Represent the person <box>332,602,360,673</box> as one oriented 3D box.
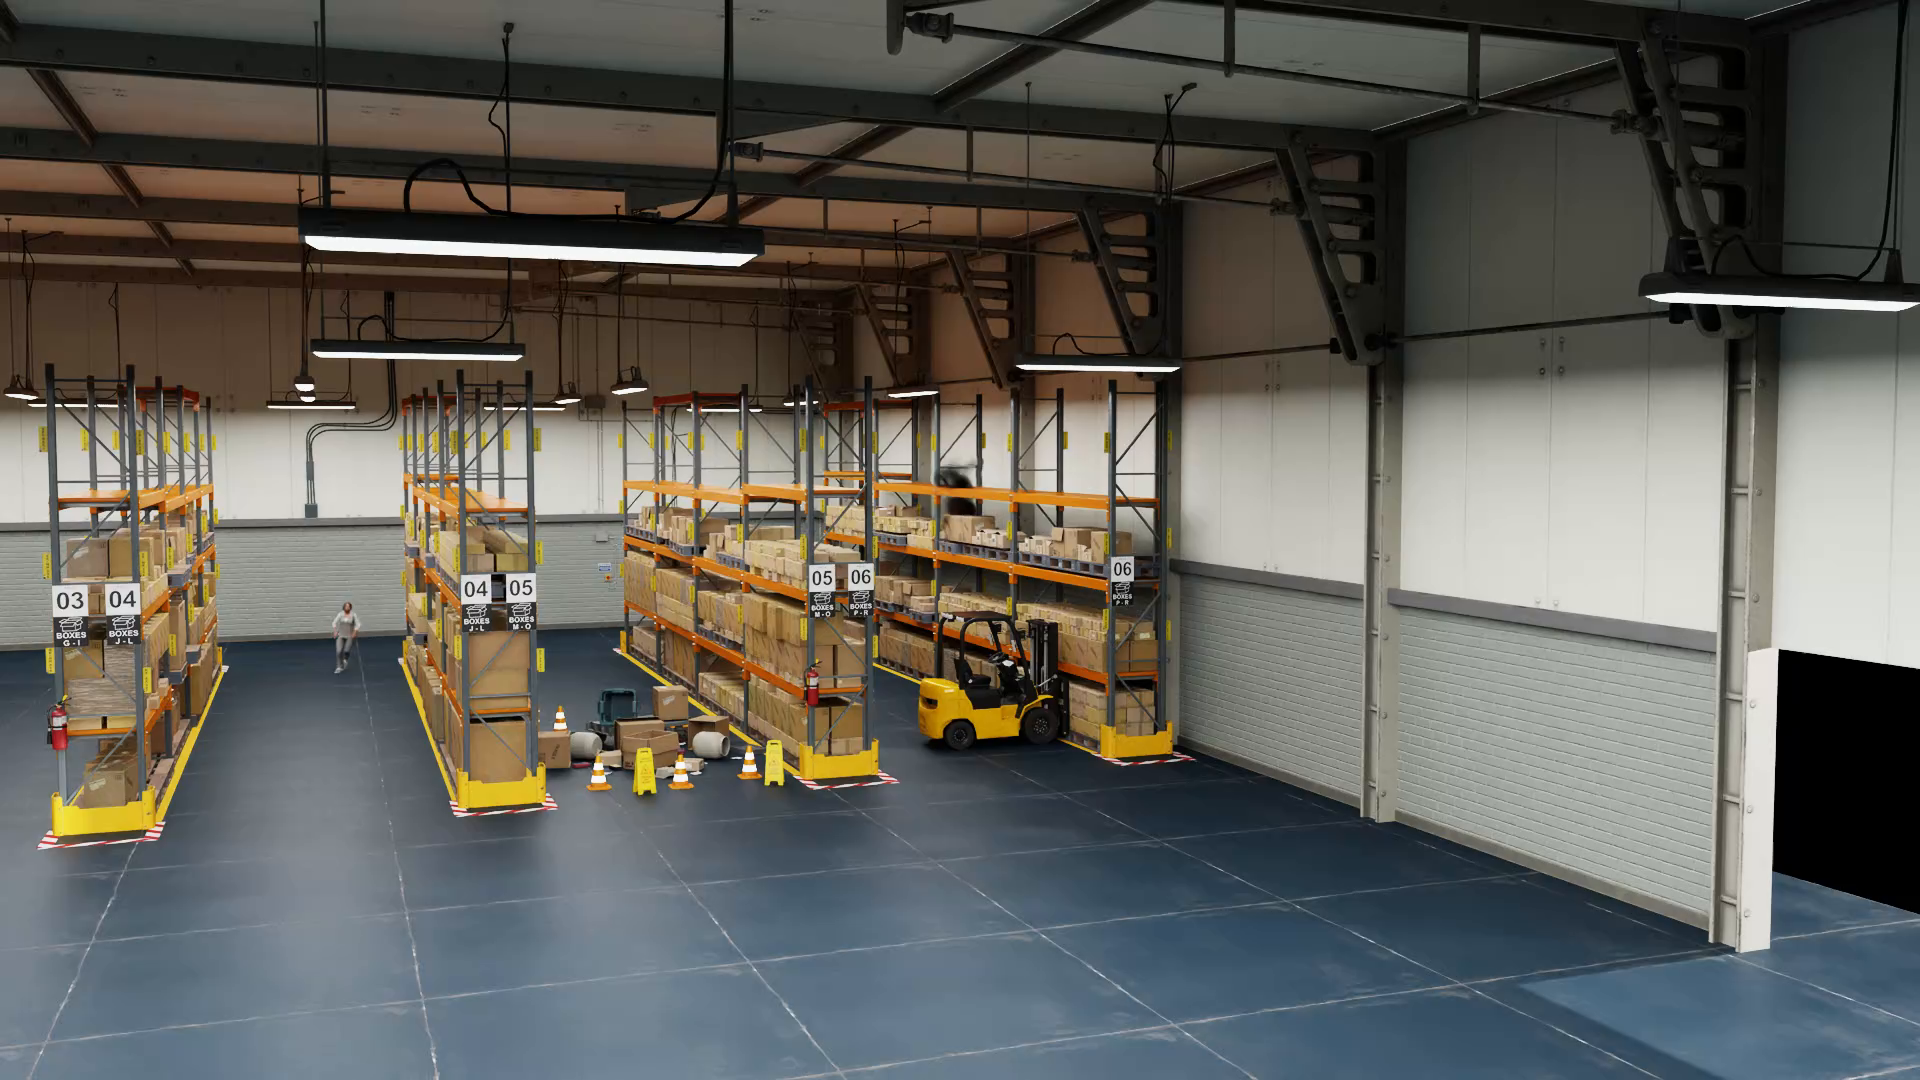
[{"bbox_3d":[-13.393,2.121,36.249,0.566,1.552,0.482,-1,3,-12],"label":"person"}]
